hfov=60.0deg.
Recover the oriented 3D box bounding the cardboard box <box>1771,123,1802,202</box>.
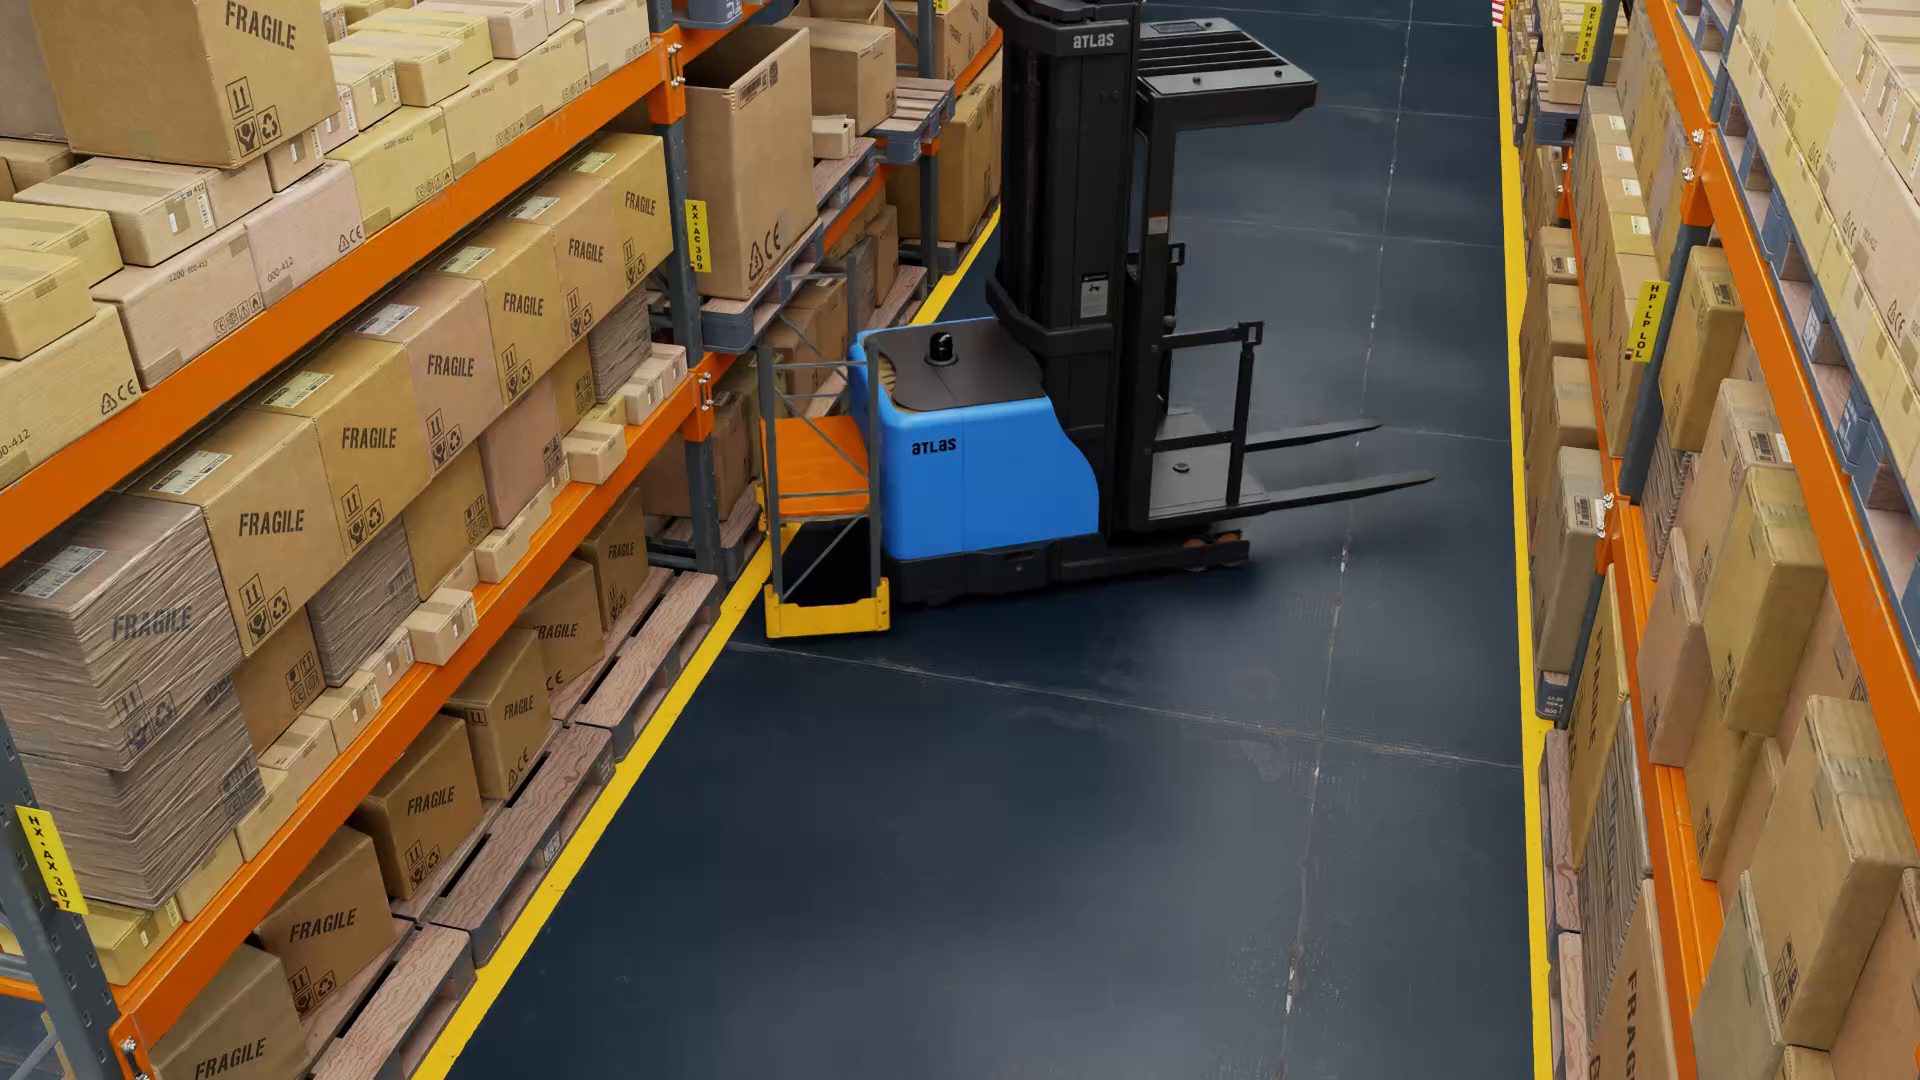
[{"bbox_3d":[2.427,-1.003,4.485,0.380,0.149,0.250,7,33,12],"label":"cardboard box"}]

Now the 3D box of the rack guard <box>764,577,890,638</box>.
[{"bbox_3d":[-0.629,0.320,7.894,0.587,0.250,0.087,-4,31,-8],"label":"rack guard"}]

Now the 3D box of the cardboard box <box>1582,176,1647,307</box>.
[{"bbox_3d":[3.362,-1.432,8.113,0.500,0.500,0.500,8,33,12],"label":"cardboard box"}]

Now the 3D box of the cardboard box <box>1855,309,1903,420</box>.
[{"bbox_3d":[2.105,-0.345,3.450,0.380,0.149,0.250,8,33,12],"label":"cardboard box"}]

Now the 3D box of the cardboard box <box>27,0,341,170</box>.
[{"bbox_3d":[-2.044,-1.325,4.405,0.500,0.500,0.500,8,33,12],"label":"cardboard box"}]

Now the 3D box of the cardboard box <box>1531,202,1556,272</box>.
[{"bbox_3d":[4.034,-1.870,10.833,0.500,0.500,0.500,8,33,12],"label":"cardboard box"}]

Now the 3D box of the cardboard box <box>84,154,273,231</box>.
[{"bbox_3d":[-2.081,-0.955,4.429,0.380,0.149,0.250,8,33,12],"label":"cardboard box"}]

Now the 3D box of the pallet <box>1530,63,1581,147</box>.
[{"bbox_3d":[4.198,-2.674,10.338,1.213,0.211,1.003,8,33,12],"label":"pallet"}]

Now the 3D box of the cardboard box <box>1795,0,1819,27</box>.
[{"bbox_3d":[2.492,-1.472,4.480,0.380,0.149,0.250,7,33,12],"label":"cardboard box"}]

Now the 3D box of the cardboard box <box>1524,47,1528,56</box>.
[{"bbox_3d":[5.299,-4.333,15.036,0.380,0.149,0.250,9,33,13],"label":"cardboard box"}]

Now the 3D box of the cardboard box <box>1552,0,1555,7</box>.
[{"bbox_3d":[4.064,-3.538,10.808,0.380,0.149,0.250,8,33,12],"label":"cardboard box"}]

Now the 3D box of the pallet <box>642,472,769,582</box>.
[{"bbox_3d":[-1.471,-0.250,8.946,1.003,0.211,1.213,8,33,12],"label":"pallet"}]

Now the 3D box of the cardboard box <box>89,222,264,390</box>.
[{"bbox_3d":[-2.185,-0.632,4.293,0.500,0.250,0.500,7,33,11],"label":"cardboard box"}]

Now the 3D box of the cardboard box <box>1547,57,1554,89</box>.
[{"bbox_3d":[3.865,-2.889,10.340,0.380,0.149,0.250,8,33,12],"label":"cardboard box"}]

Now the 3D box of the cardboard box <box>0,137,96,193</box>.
[{"bbox_3d":[-2.546,-1.025,4.538,0.380,0.149,0.250,8,33,13],"label":"cardboard box"}]

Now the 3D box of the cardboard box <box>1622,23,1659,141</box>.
[{"bbox_3d":[3.870,-2.340,8.610,0.700,0.500,0.500,8,33,12],"label":"cardboard box"}]

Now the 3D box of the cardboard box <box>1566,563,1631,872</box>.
[{"bbox_3d":[2.878,0.742,6.376,0.875,0.875,0.875,9,33,13],"label":"cardboard box"}]

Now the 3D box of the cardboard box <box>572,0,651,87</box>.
[{"bbox_3d":[-1.530,-1.953,6.369,0.500,0.250,0.500,9,34,14],"label":"cardboard box"}]

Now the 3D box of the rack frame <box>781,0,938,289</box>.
[{"bbox_3d":[-0.652,-3.098,10.827,1.000,3.000,0.127,8,33,12],"label":"rack frame"}]

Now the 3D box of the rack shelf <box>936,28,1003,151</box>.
[{"bbox_3d":[-0.144,-3.832,12.653,1.077,0.370,4.000,8,33,12],"label":"rack shelf"}]

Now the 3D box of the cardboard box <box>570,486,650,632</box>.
[{"bbox_3d":[-1.807,0.058,7.802,0.500,0.500,0.500,7,33,11],"label":"cardboard box"}]

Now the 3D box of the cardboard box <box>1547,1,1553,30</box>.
[{"bbox_3d":[4.065,-3.420,10.898,0.380,0.149,0.250,8,33,12],"label":"cardboard box"}]

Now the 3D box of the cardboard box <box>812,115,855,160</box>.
[{"bbox_3d":[-0.814,-2.316,9.331,0.396,0.266,0.258,7,33,11],"label":"cardboard box"}]

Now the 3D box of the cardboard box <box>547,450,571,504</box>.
[{"bbox_3d":[-1.778,-0.258,6.594,0.380,0.149,0.250,8,33,12],"label":"cardboard box"}]

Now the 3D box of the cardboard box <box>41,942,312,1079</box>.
[{"bbox_3d":[-2.507,1.609,5.361,0.500,0.500,0.500,14,35,21],"label":"cardboard box"}]

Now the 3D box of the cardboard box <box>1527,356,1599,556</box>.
[{"bbox_3d":[3.424,-0.357,8.221,1.050,0.750,0.750,8,33,12],"label":"cardboard box"}]

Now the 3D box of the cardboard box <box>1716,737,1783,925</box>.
[{"bbox_3d":[2.522,0.957,4.308,0.875,0.550,0.550,8,33,12],"label":"cardboard box"}]

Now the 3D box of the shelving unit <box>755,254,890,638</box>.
[{"bbox_3d":[-0.692,-0.470,7.996,0.587,1.500,1.083,-4,31,-8],"label":"shelving unit"}]

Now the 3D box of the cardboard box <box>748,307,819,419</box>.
[{"bbox_3d":[-1.209,-1.004,9.453,0.700,0.500,0.500,5,33,8],"label":"cardboard box"}]

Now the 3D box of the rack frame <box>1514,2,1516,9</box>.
[{"bbox_3d":[6.150,-6.522,16.213,1.000,3.000,0.127,8,33,12],"label":"rack frame"}]

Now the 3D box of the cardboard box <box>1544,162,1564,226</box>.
[{"bbox_3d":[4.040,-2.200,10.654,0.500,0.250,0.500,7,33,11],"label":"cardboard box"}]

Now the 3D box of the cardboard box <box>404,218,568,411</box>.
[{"bbox_3d":[-1.768,-0.822,5.944,0.500,0.500,0.500,8,33,12],"label":"cardboard box"}]

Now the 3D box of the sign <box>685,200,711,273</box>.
[{"bbox_3d":[-1.140,-1.318,7.220,0.100,0.325,0.005,8,33,12],"label":"sign"}]

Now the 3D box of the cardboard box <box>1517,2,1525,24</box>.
[{"bbox_3d":[5.498,-4.992,15.796,0.380,0.149,0.250,9,34,14],"label":"cardboard box"}]

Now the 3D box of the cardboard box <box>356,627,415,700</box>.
[{"bbox_3d":[-2.068,0.395,5.568,0.380,0.149,0.250,8,33,12],"label":"cardboard box"}]

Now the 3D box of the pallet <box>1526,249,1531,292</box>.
[{"bbox_3d":[4.320,-1.599,11.068,1.003,0.211,1.213,8,33,12],"label":"pallet"}]

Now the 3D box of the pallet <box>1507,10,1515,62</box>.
[{"bbox_3d":[5.891,-4.889,16.243,1.003,0.211,1.213,8,33,12],"label":"pallet"}]

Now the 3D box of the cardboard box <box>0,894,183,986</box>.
[{"bbox_3d":[-2.379,1.044,4.546,0.380,0.149,0.250,8,33,12],"label":"cardboard box"}]

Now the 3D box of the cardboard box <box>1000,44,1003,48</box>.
[{"bbox_3d":[-0.006,-3.656,13.293,1.225,0.875,0.875,7,33,11],"label":"cardboard box"}]

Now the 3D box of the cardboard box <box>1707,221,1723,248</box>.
[{"bbox_3d":[3.225,-1.017,6.529,0.700,0.500,0.500,7,33,12],"label":"cardboard box"}]

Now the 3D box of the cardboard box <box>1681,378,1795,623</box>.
[{"bbox_3d":[2.681,-0.064,4.908,0.875,0.550,0.550,8,33,12],"label":"cardboard box"}]

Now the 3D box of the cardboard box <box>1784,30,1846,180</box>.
[{"bbox_3d":[2.456,-1.102,4.270,0.500,0.250,0.500,8,33,12],"label":"cardboard box"}]

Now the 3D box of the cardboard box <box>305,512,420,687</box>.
[{"bbox_3d":[-2.336,0.075,5.466,0.875,0.500,0.500,8,33,12],"label":"cardboard box"}]

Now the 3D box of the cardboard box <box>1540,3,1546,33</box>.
[{"bbox_3d":[4.197,-3.567,11.407,0.380,0.149,0.250,7,33,10],"label":"cardboard box"}]

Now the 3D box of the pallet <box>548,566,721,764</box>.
[{"bbox_3d":[-1.803,0.508,7.754,1.003,0.211,1.213,8,33,12],"label":"pallet"}]

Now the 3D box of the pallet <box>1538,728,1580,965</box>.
[{"bbox_3d":[2.836,1.266,6.561,1.003,0.211,1.213,8,33,12],"label":"pallet"}]

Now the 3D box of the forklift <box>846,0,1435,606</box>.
[{"bbox_3d":[0.986,-1.340,8.126,3.031,2.935,1.130,-8,33,-13],"label":"forklift"}]

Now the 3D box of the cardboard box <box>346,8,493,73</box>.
[{"bbox_3d":[-1.788,-1.646,5.516,0.380,0.149,0.250,9,34,14],"label":"cardboard box"}]

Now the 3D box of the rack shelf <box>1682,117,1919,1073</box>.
[{"bbox_3d":[2.597,-0.219,4.173,1.077,0.370,4.000,8,33,12],"label":"rack shelf"}]

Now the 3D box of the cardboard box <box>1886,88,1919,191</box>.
[{"bbox_3d":[2.170,-0.815,3.447,0.380,0.149,0.250,8,33,12],"label":"cardboard box"}]

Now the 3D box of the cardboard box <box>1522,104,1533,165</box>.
[{"bbox_3d":[4.691,-3.221,12.959,0.500,0.500,0.500,9,34,14],"label":"cardboard box"}]
